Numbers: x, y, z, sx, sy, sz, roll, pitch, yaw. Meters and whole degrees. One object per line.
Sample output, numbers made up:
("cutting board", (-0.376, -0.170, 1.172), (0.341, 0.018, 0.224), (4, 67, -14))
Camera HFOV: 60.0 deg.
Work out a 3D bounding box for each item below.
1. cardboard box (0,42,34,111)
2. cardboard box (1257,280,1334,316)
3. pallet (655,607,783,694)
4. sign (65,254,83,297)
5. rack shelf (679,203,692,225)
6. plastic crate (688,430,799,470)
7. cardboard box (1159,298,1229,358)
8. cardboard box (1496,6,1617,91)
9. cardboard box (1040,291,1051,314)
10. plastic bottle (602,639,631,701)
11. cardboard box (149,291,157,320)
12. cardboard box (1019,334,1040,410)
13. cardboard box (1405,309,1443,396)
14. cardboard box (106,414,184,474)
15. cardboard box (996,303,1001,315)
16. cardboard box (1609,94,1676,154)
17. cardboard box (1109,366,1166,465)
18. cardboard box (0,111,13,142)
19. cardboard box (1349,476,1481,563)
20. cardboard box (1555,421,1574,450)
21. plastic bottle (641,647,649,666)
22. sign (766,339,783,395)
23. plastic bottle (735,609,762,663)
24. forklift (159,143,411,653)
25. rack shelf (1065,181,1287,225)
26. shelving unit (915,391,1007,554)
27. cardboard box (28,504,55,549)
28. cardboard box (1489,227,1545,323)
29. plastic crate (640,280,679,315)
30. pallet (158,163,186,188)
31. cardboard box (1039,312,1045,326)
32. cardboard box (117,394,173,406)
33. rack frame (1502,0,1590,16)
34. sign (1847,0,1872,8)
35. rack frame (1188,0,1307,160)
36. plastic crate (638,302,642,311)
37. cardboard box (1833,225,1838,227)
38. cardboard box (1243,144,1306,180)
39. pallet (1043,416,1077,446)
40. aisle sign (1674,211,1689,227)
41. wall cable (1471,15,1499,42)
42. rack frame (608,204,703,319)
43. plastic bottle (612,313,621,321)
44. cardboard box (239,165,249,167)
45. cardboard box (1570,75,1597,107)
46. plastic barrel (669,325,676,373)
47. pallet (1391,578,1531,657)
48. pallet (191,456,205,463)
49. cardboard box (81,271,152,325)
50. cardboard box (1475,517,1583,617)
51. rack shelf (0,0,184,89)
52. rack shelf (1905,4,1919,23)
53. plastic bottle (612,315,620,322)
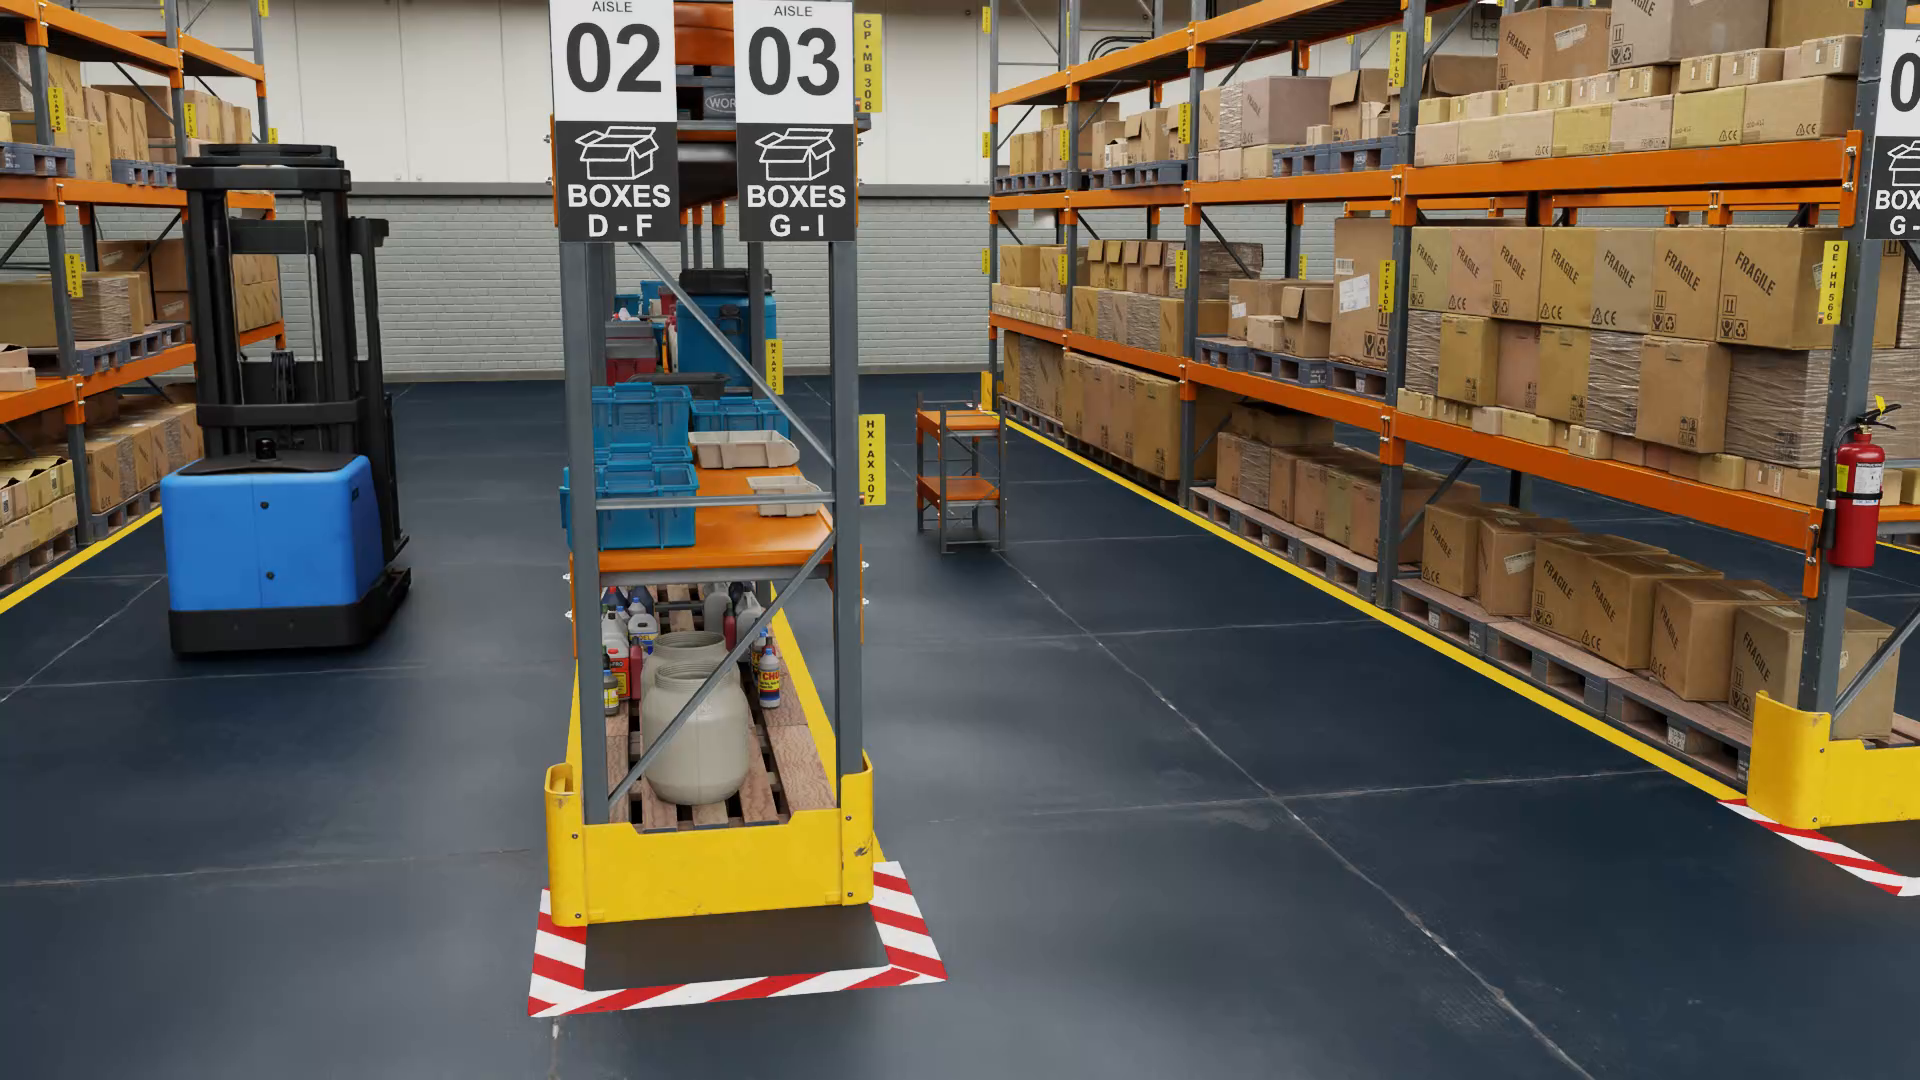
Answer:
("cardboard box", (-7.351, -3.512, 12.663), (0.500, 0.500, 0.500), (-2, 11, -11))
("cardboard box", (2.796, -1.837, 13.434), (0.700, 0.500, 0.500), (0, 11, -3))
("pallet", (-1.545, 0.631, 9.319), (1.003, 0.211, 1.213), (-2, 11, -11))
("sign", (-6.729, -2.008, 12.626), (0.100, 0.325, 0.005), (-2, 11, -11))
("rack shelf", (-3.580, -3.818, 19.136), (1.077, 0.370, 4.000), (-2, 11, -11))
("plastic crate", (-1.071, -0.446, 8.221), (0.530, 0.136, 0.437), (-2, 11, -11))
("cardboard box", (2.106, -1.908, 14.933), (0.500, 0.500, 0.500), (-2, 11, -9))
("cardboard box", (3.561, -2.885, 9.910), (0.500, 0.500, 0.500), (-2, 11, -13))
("cardboard box", (1.221, -2.750, 19.228), (0.500, 0.250, 0.500), (-2, 11, -9))
("plastic bottle", (-1.666, 0.624, 8.006), (0.152, 0.276, 0.135), (-2, 11, -11))
("cardboard box", (-8.399, -2.283, 16.902), (0.500, 0.500, 0.500), (-2, 11, -10))
("cardboard box", (1.270, -2.126, 20.904), (0.875, 0.875, 0.875), (-2, 11, -11))
("cardboard box", (3.250, -1.154, 10.177), (0.875, 0.500, 0.500), (-2, 11, -11))
("cardboard box", (-7.488, -0.877, 15.290), (0.500, 0.500, 0.500), (-2, 11, -10))
("cardboard box", (0.686, -2.997, 21.594), (0.380, 0.149, 0.250), (-2, 11, -12))
("cardboard box", (3.467, -1.975, 7.930), (0.500, 0.250, 0.500), (-2, 11, -10))
("cardboard box", (2.166, -1.231, 16.202), (1.225, 0.875, 0.875), (-2, 11, -11))
("cardboard box", (-7.129, -2.943, 11.892), (0.500, 0.250, 0.500), (-3, 11, -15))
("cardboard box", (3.125, -0.146, 11.448), (0.700, 0.500, 0.500), (-3, 11, -15))
("cardboard box", (3.368, -0.551, 8.743), (0.380, 0.149, 0.250), (-2, 11, -11))
("plastic bottle", (-1.575, 0.627, 8.189), (0.097, 0.201, 0.097), (0, 11, 0))
("sign", (-1.093, -1.018, 9.782), (0.100, 0.325, 0.005), (-2, 11, -11))
("plastic bottle", (-1.099, 0.490, 8.708), (0.152, 0.276, 0.135), (-2, 11, -10))
("forklift", (-4.254, -1.022, 10.726), (1.130, 2.935, 3.031), (-2, 11, -10))
("rack shelf", (2.057, -3.265, 16.228), (1.077, 0.370, 4.000), (-2, 11, -11))
("shelving unit", (-0.001, -0.554, 13.098), (0.538, 1.125, 1.048), (-2, 11, -11))
("cardboard box", (-6.827, -0.092, 11.886), (0.500, 0.250, 0.500), (-2, 11, -12))
("cardboard box", (3.257, -1.455, 9.083), (0.500, 0.500, 0.500), (-2, 11, -11))
("plastic crate", (-3.720, -3.057, 20.980), (0.616, 0.435, 0.499), (-2, 11, -11))
("pallet", (-7.992, -3.411, 15.574), (1.213, 0.211, 1.003), (-2, 11, -11))
("cardboard box", (1.137, -2.573, 19.366), (0.380, 0.149, 0.250), (-2, 11, -10))
("cardboard box", (-8.439, -1.234, 17.166), (0.500, 0.500, 0.500), (-2, 11, -11))
("rack frame", (6.552, -5.620, 18.657), (1.000, 3.000, 0.127), (-2, 11, -11))
("sign", (3.453, -2.202, 6.355), (0.100, 0.325, 0.005), (-2, 11, -11))
("rack frame", (2.446, -4.725, 13.953), (1.000, 3.000, 0.127), (-2, 11, -11))
("plastic crate", (-3.929, -2.658, 19.428), (0.416, 0.233, 0.300), (-2, 11, -11))
("cardboard box", (11.071, -3.828, 20.609), (0.380, 0.149, 0.250), (-2, 11, -10))
("cardboard box", (2.496, -2.894, 12.757), (0.500, 0.250, 0.500), (-2, 11, -10))
("pallet", (1.596, -1.284, 19.377), (1.003, 0.211, 1.213), (-2, 11, -11))
("aisle sign", (10.312, -4.885, 23.887), (0.394, 0.787, 0.004), (-2, 11, -11))
("wall cable", (9.966, -7.612, 29.124), (2.355, 3.000, 0.029), (-2, 11, -11))
("rack frame", (-3.191, -2.331, 17.422), (1.000, 3.000, 0.127), (-2, 11, -11))
("plastic bottle", (-3.184, -1.931, 15.450), (0.144, 0.351, 0.185), (-2, 11, -11))
("cardboard box", (-8.287, -4.262, 18.610), (0.500, 0.250, 0.500), (-2, 11, -11))
("cardboard box", (3.359, -2.285, 8.493), (0.380, 0.149, 0.250), (-2, 11, -10))
("plastic barrel", (-1.921, -1.394, 12.201), (0.421, 0.512, 0.421), (0, 11, 0))
("pallet", (3.389, 0.448, 10.280), (1.003, 0.211, 1.213), (-2, 11, -11))
("pallet", (-7.855, -0.634, 15.963), (1.003, 0.211, 1.213), (-2, 11, -11))
("cardboard box", (-8.178, -2.312, 15.931), (0.700, 0.500, 0.500), (-6, 12, -30))
("cardboard box", (3.381, 0.157, 9.910), (0.500, 0.500, 0.500), (1, 11, 7))
("rack shelf", (-7.661, -4.182, 14.096), (1.077, 0.370, 4.000), (-2, 11, -11))
("rack shelf", (7.719, -3.970, 12.981), (1.077, 0.370, 4.000), (-2, 11, -11))
("plastic bottle", (-3.122, -1.872, 15.143), (0.144, 0.351, 0.185), (-2, 11, -11))
